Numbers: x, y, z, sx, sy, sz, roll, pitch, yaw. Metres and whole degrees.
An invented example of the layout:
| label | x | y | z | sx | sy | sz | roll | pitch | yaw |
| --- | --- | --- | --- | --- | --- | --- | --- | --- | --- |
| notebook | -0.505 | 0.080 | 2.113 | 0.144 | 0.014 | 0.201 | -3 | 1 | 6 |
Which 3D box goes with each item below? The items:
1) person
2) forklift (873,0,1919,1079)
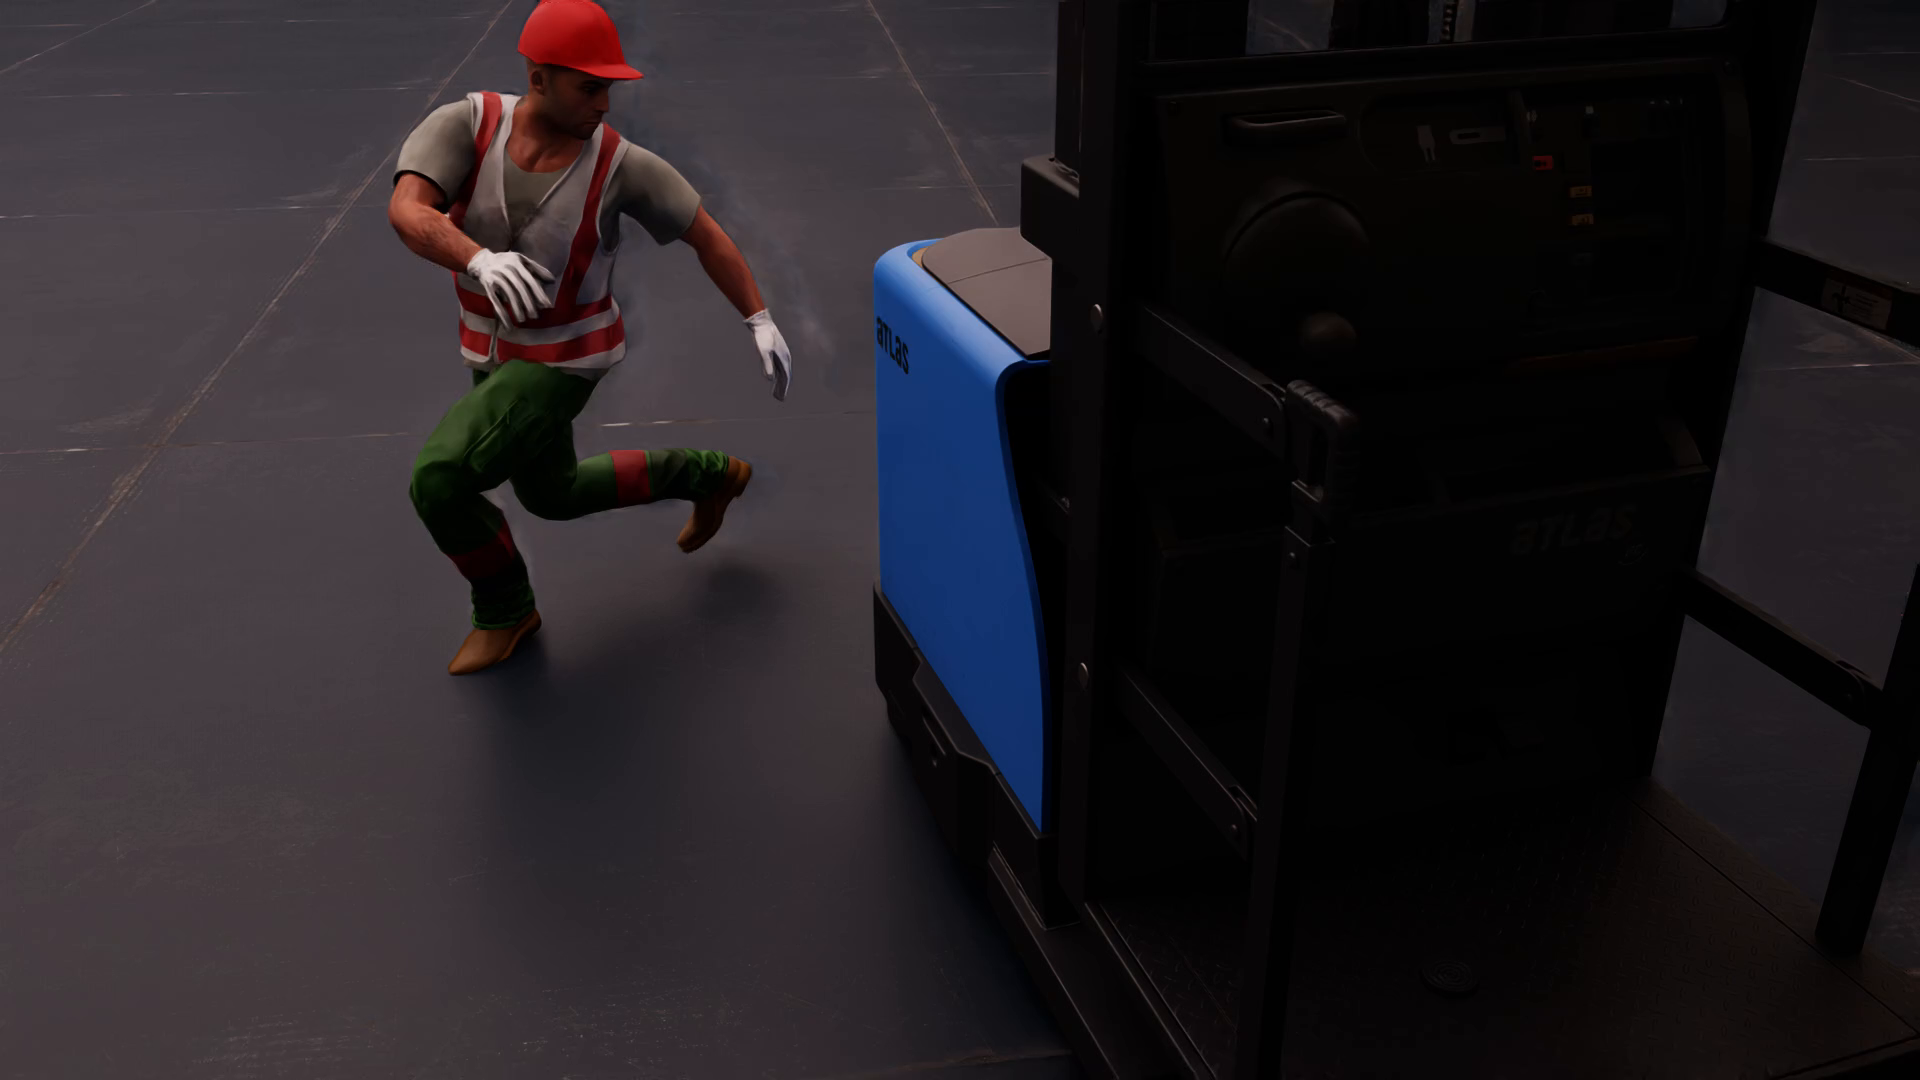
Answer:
| label | x | y | z | sx | sy | sz | roll | pitch | yaw |
| --- | --- | --- | --- | --- | --- | --- | --- | --- | --- |
| person | -0.862 | -0.476 | 3.892 | 0.686 | 1.547 | 0.949 | 16 | 30 | 30 |
| forklift | 0.770 | -0.424 | 2.110 | 1.130 | 2.935 | 3.031 | -9 | 27 | -17 |
